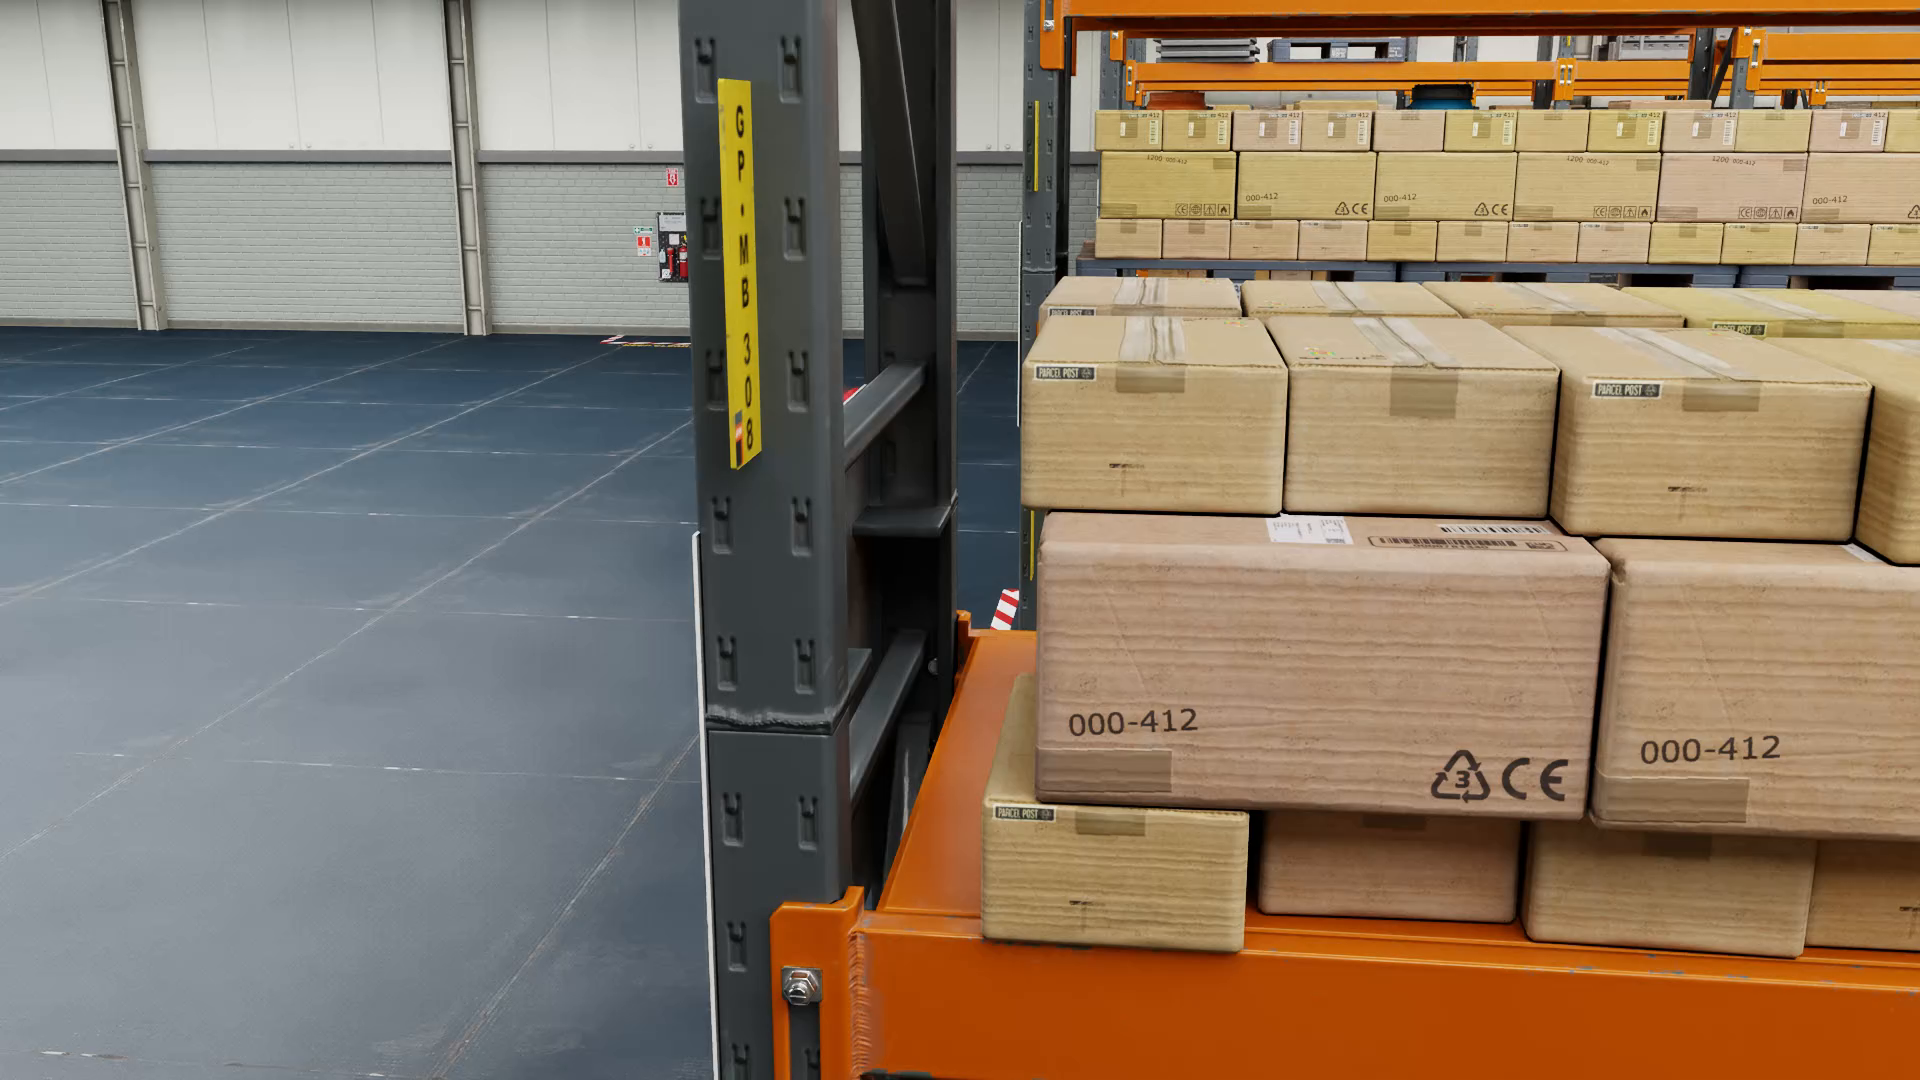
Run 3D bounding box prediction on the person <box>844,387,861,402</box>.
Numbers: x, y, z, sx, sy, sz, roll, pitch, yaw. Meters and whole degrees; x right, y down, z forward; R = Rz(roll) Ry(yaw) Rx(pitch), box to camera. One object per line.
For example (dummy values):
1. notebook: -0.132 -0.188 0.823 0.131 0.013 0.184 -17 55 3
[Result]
1. person: -0.863 -0.198 11.746 0.560 1.787 0.500 2 14 6
